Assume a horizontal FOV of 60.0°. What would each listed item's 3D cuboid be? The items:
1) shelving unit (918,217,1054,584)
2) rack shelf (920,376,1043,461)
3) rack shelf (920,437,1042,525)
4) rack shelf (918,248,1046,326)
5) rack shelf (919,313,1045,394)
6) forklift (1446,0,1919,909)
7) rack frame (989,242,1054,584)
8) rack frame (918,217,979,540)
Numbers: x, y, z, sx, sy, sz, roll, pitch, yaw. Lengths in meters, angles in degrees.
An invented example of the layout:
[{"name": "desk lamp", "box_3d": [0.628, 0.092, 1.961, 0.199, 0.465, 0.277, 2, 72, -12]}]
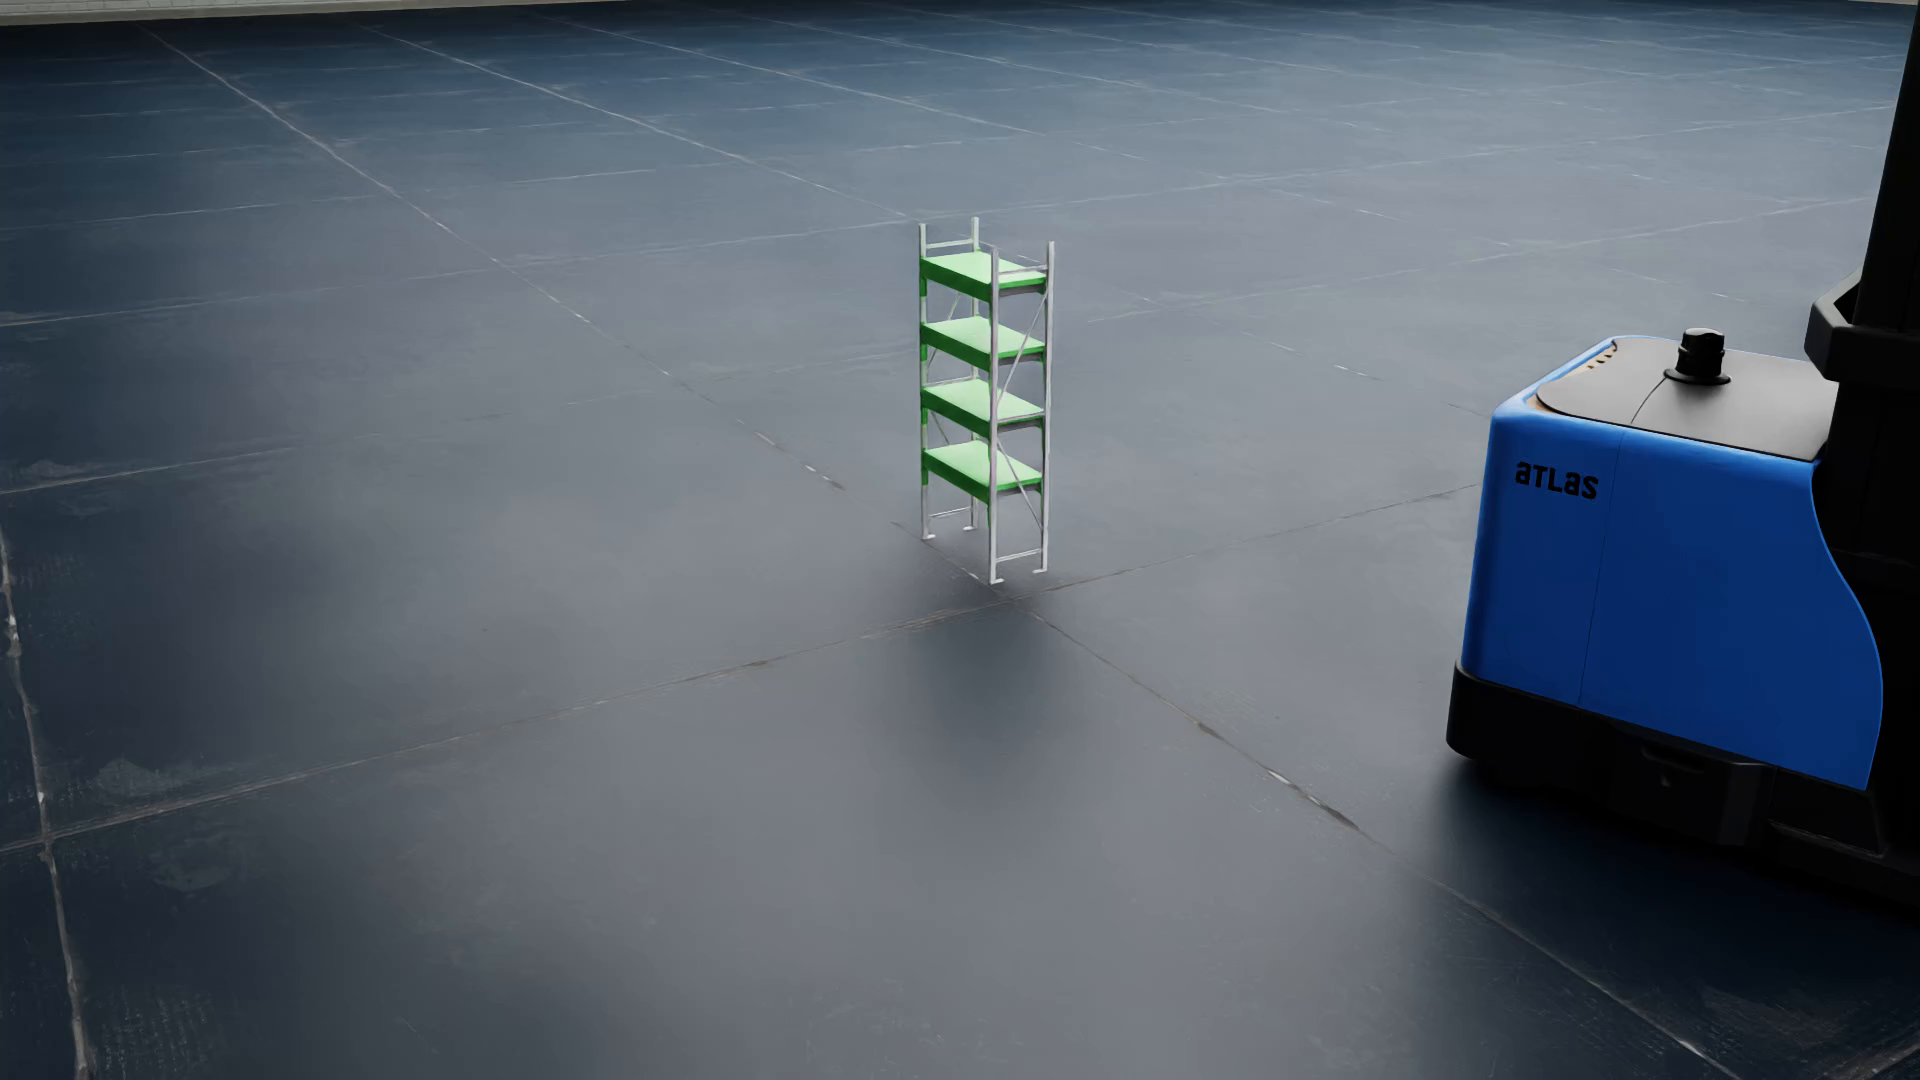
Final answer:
[{"name": "shelving unit", "box_3d": [0.085, -0.502, 5.954, 0.258, 1.200, 0.503, -13, 25, -28]}, {"name": "rack shelf", "box_3d": [0.085, -0.443, 5.978, 0.258, 0.148, 0.480, -13, 25, -28]}, {"name": "rack shelf", "box_3d": [0.085, -0.221, 6.068, 0.258, 0.148, 0.480, -13, 25, -28]}, {"name": "rack shelf", "box_3d": [0.085, -0.888, 5.797, 0.258, 0.148, 0.480, -13, 25, -28]}, {"name": "rack shelf", "box_3d": [0.085, -0.665, 5.887, 0.258, 0.148, 0.480, -13, 25, -28]}, {"name": "forklift", "box_3d": [2.847, -0.510, 3.673, 3.031, 2.935, 1.130, 17, 27, 35]}, {"name": "rack frame", "box_3d": [0.209, -0.423, 5.759, 0.240, 1.200, 0.015, -13, 25, -28]}, {"name": "rack frame", "box_3d": [-0.040, -0.581, 6.148, 0.240, 1.200, 0.015, -13, 25, -28]}]
